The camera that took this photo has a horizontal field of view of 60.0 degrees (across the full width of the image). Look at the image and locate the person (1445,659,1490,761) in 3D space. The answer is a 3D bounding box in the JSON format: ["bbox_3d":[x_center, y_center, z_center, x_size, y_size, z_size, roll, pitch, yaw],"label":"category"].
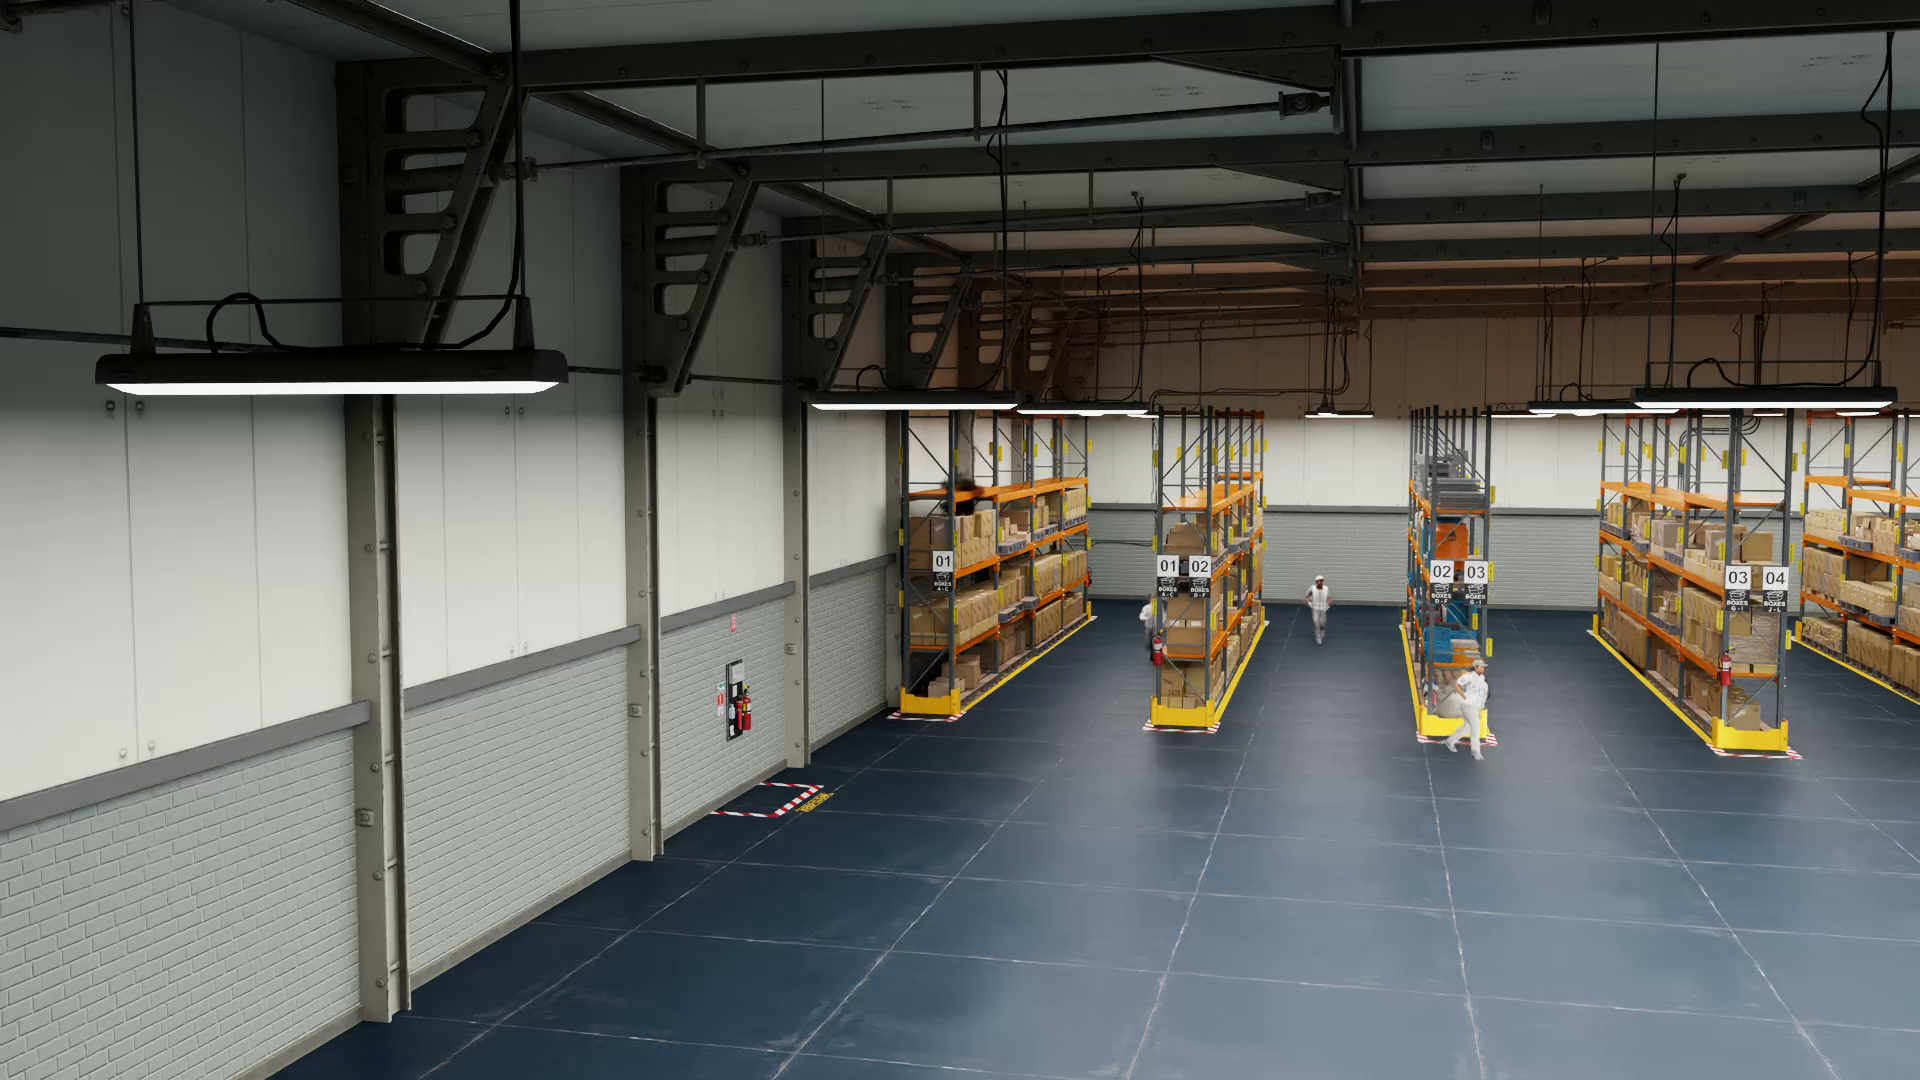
[{"bbox_3d":[8.759,2.869,28.495,0.691,1.662,0.838,-4,6,-44],"label":"person"}]

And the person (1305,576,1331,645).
[{"bbox_3d":[9.211,1.786,42.798,0.677,1.754,0.715,0,4,2],"label":"person"}]

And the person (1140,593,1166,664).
[{"bbox_3d":[4.525,2.061,39.027,0.616,1.669,0.905,1,4,7],"label":"person"}]
